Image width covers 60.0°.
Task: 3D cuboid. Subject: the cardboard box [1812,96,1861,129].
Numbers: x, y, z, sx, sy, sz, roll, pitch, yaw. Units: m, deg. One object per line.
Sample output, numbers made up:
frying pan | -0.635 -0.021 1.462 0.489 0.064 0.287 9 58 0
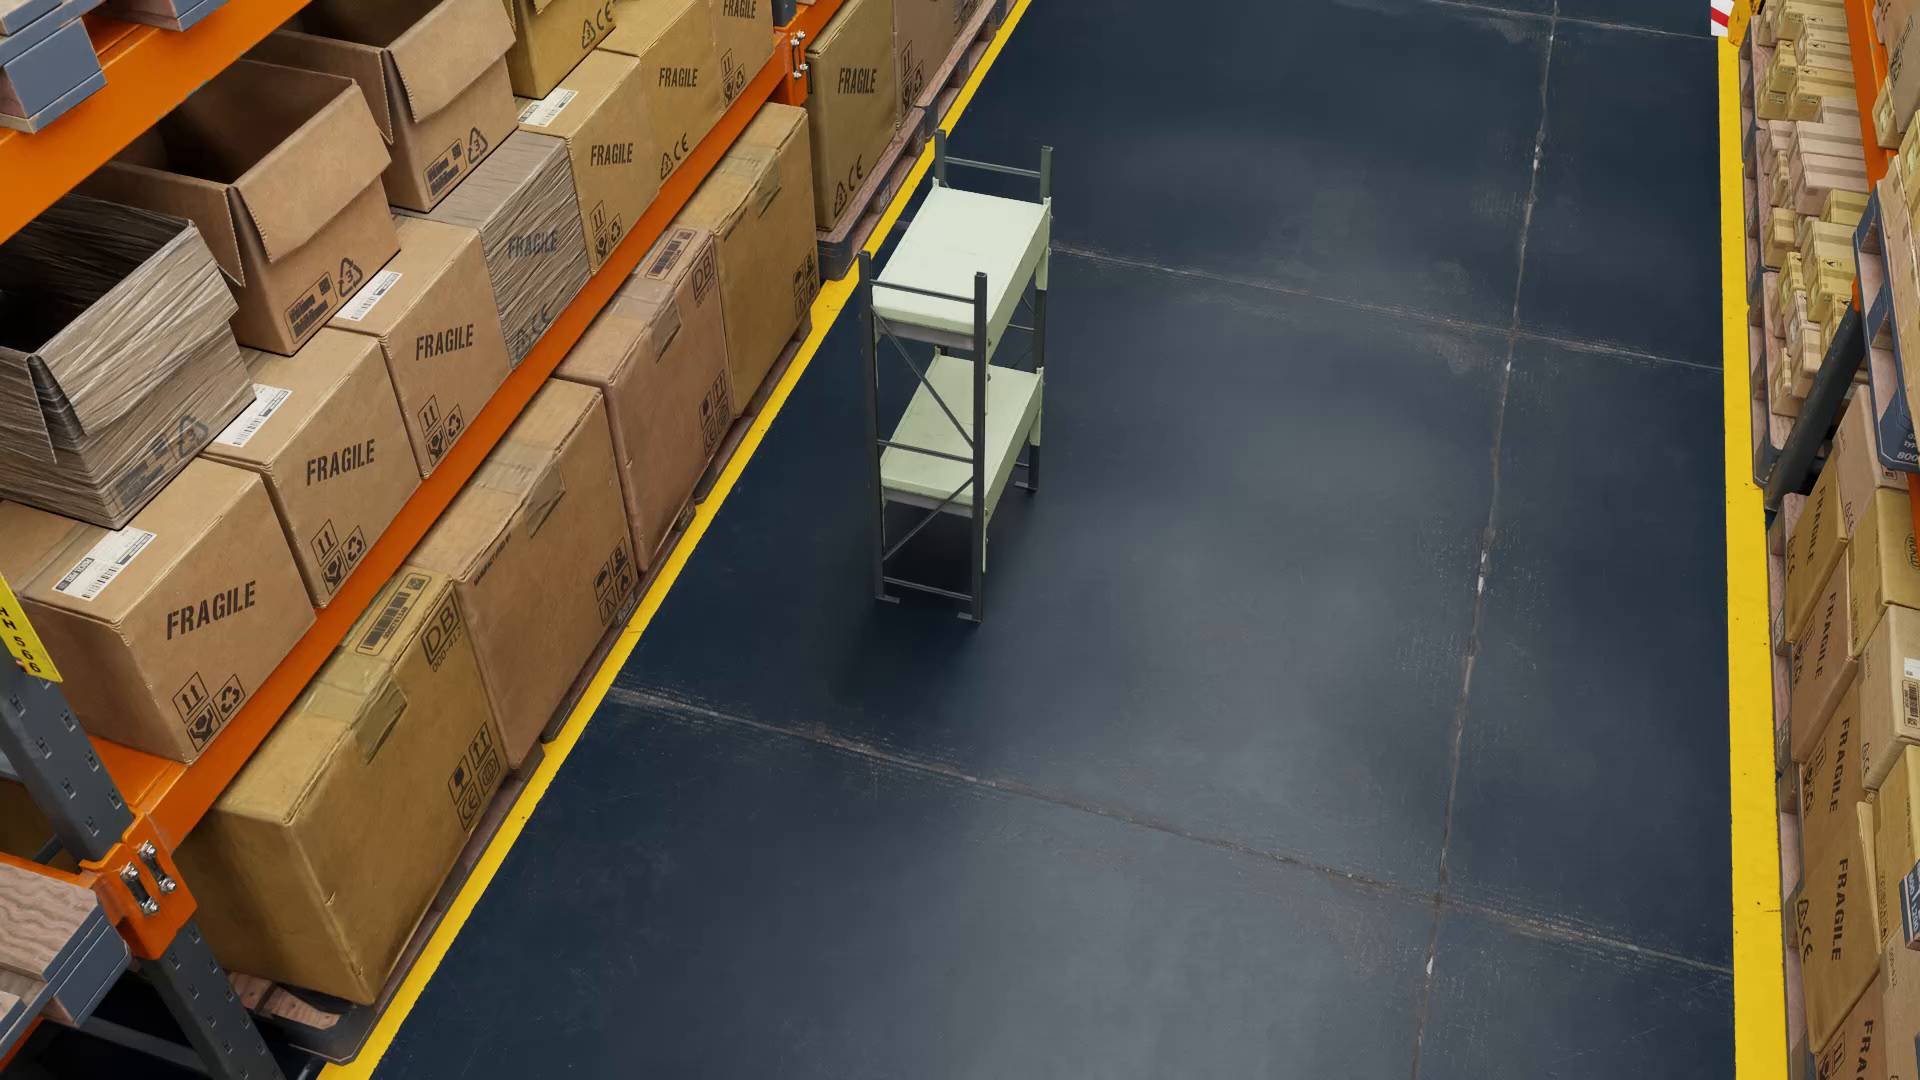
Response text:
cardboard box | 3.935 -1.781 7.238 0.380 0.149 0.250 13 46 13

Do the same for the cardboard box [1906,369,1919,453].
cardboard box | 2.701 -0.324 4.316 0.380 0.149 0.250 11 45 11

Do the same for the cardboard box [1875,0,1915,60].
cardboard box | 3.606 -1.988 5.852 0.500 0.500 0.500 11 46 11

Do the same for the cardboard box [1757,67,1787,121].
cardboard box | 4.066 -2.127 8.017 0.380 0.149 0.250 13 46 13

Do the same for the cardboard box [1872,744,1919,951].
cardboard box | 2.628 0.838 4.199 0.500 0.250 0.500 14 46 13

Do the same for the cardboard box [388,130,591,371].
cardboard box | -1.472 -0.890 4.944 0.500 0.500 0.500 13 46 13

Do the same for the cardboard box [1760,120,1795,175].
cardboard box | 3.921 -1.790 7.672 0.380 0.149 0.250 10 45 11

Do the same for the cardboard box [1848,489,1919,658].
cardboard box | 2.936 0.150 4.903 0.500 0.250 0.500 14 46 14

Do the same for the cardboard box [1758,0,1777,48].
cardboard box | 4.318 -2.633 8.534 0.380 0.149 0.250 13 46 13

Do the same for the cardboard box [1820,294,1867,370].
cardboard box | 3.430 -0.753 6.188 0.380 0.149 0.250 14 46 14

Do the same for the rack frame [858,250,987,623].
rack frame | -0.113 -0.288 5.472 0.400 1.500 0.023 13 46 12

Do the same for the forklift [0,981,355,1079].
forklift | -3.146 0.045 4.108 3.031 2.935 1.130 23 49 21

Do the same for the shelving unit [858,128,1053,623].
shelving unit | -0.002 -0.532 5.721 0.431 1.500 0.755 13 46 12

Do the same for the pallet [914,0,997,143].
pallet | -0.453 -2.545 8.700 1.003 0.211 1.213 13 46 12

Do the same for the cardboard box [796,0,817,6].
cardboard box | -0.719 -2.272 6.607 0.380 0.149 0.250 13 46 13

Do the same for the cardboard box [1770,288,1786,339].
cardboard box | 3.541 -0.927 6.791 0.380 0.149 0.250 11 45 11

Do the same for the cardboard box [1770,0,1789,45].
cardboard box | 4.242 -2.556 8.242 0.380 0.149 0.250 12 46 12

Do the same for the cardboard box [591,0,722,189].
cardboard box | -1.164 -1.573 5.641 0.500 0.500 0.500 14 46 14

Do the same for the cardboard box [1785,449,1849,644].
cardboard box | 3.094 0.062 5.529 0.500 0.500 0.500 14 46 14

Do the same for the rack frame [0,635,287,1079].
rack frame | -2.337 0.431 3.665 1.000 3.000 0.127 13 46 13

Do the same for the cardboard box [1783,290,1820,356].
cardboard box | 3.433 -0.815 6.464 0.380 0.149 0.250 11 45 11

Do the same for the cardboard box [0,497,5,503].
cardboard box | -2.424 0.014 4.020 0.500 0.500 0.500 14 46 14

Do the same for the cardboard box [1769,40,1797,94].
cardboard box | 4.071 -2.226 7.905 0.380 0.149 0.250 14 46 14

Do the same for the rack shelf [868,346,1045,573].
rack shelf | -0.002 -0.299 5.949 0.431 0.370 0.720 13 46 12

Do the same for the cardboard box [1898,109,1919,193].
cardboard box | 3.013 -1.119 4.915 0.380 0.149 0.250 13 46 13

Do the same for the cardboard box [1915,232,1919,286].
cardboard box | 2.858 -0.774 4.562 0.380 0.149 0.250 14 46 13

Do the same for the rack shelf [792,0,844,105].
rack shelf | -0.520 -3.311 8.004 1.077 0.370 4.000 13 46 13

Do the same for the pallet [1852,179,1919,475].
pallet | 3.200 -0.570 4.825 1.003 0.211 1.213 13 46 13

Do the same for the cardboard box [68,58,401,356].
cardboard box | -1.901 -0.881 4.217 0.797 0.503 0.637 14 46 13

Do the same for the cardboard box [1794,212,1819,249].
cardboard box | 3.725 -1.318 6.977 0.380 0.149 0.250 14 46 13

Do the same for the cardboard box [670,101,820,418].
cardboard box | -1.301 -1.195 6.546 1.225 0.875 0.875 13 46 13

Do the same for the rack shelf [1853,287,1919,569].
rack shelf | 2.965 0.473 4.136 1.077 0.370 4.000 13 46 13

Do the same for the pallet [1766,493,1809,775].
pallet | 3.336 0.399 5.692 1.003 0.211 1.213 13 46 13

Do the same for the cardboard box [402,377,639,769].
cardboard box | -1.831 -0.008 5.332 1.225 0.875 0.875 13 46 13

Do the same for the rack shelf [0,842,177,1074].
rack shelf | -2.943 2.021 2.554 1.077 0.370 4.000 13 46 13

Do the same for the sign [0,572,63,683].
sign | -1.817 0.154 3.177 0.100 0.325 0.005 13 46 13

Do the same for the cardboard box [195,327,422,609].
cardboard box | -1.777 -0.215 4.254 0.500 0.500 0.500 11 46 11

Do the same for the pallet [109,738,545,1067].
pallet | -2.027 0.918 5.161 1.003 0.211 1.213 13 46 13

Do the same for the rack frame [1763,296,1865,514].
rack frame | 3.570 -1.117 5.247 1.000 3.000 0.127 13 46 13

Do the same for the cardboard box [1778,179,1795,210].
cardboard box | 3.821 -1.432 7.306 0.380 0.149 0.250 13 46 13

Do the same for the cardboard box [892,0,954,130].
cardboard box | -0.577 -2.649 8.031 0.875 0.875 0.875 13 46 13

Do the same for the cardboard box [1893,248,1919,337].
cardboard box | 2.855 -0.661 4.660 0.380 0.149 0.250 13 46 13

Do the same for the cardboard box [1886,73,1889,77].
cardboard box | 3.546 -1.628 5.948 0.380 0.149 0.250 14 46 14

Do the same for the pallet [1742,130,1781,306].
pallet | 4.108 -1.392 7.521 1.003 0.211 1.213 13 46 13

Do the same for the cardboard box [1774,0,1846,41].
cardboard box | 4.132 -2.500 7.973 0.380 0.149 0.250 12 46 12

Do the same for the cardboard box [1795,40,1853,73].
cardboard box | 4.043 -2.134 7.599 0.380 0.149 0.250 14 46 14

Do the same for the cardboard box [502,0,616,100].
cardboard box | -1.530 -1.747 5.102 0.797 0.503 0.637 13 46 13

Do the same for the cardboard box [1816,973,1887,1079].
cardboard box | 2.470 1.453 4.108 0.500 0.500 0.500 14 46 14

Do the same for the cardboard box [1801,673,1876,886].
cardboard box | 2.790 0.767 4.808 0.500 0.500 0.500 13 46 13

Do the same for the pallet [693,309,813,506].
pallet | -1.288 -0.708 6.823 1.003 0.211 1.213 13 46 13

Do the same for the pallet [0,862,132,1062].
pallet | -2.452 0.997 3.224 1.213 0.211 1.003 13 46 13

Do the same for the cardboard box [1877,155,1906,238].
cardboard box | 3.013 -1.013 5.019 0.380 0.149 0.250 11 45 11

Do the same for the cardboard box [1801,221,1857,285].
cardboard box | 3.538 -1.100 6.542 0.380 0.149 0.250 12 46 12

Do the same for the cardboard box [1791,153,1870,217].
cardboard box | 3.685 -1.456 6.906 0.380 0.149 0.250 10 45 11
